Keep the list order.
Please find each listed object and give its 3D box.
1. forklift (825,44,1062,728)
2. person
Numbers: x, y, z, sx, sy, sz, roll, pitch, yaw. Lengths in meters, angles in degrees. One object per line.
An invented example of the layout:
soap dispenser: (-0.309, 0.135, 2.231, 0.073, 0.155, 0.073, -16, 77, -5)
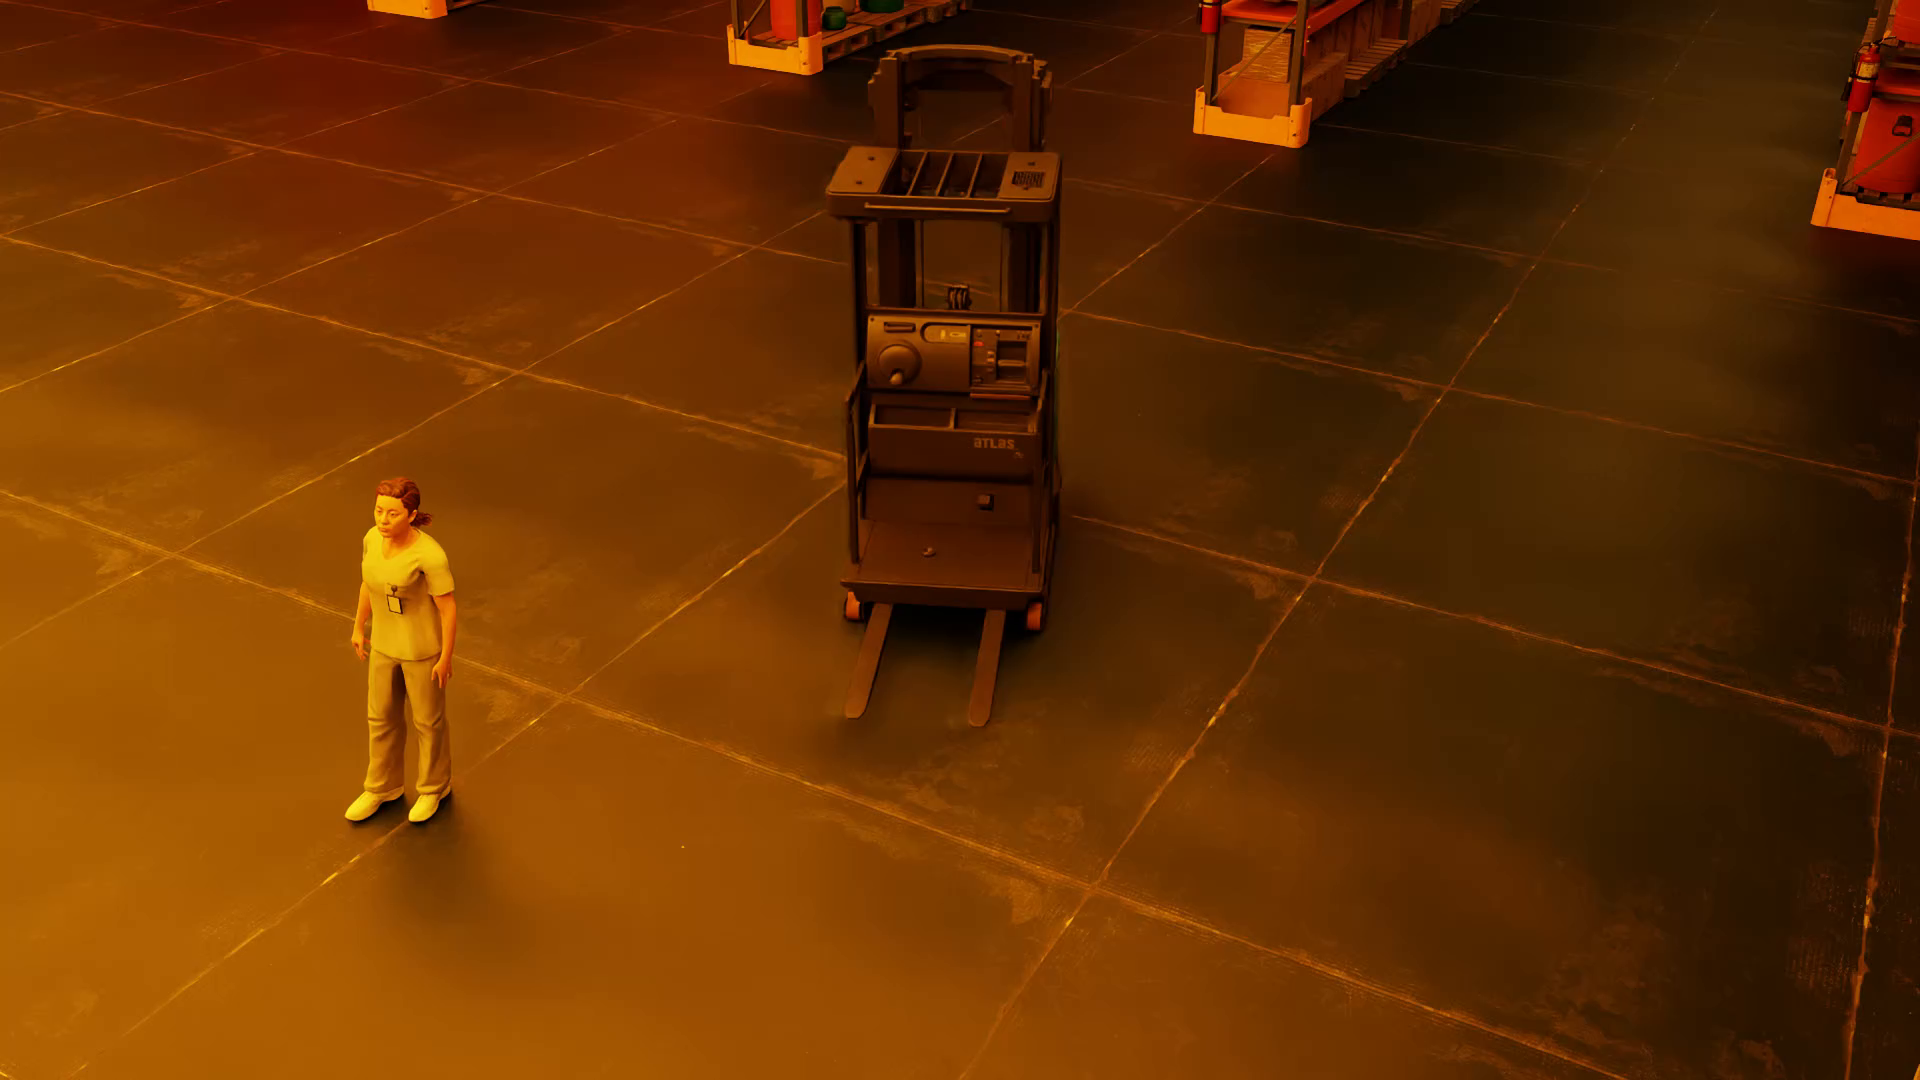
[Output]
forklift: (-0.055, -0.948, 8.714, 1.130, 2.935, 3.031, 3, 30, 5)
person: (-2.509, 0.514, 7.423, 0.548, 1.674, 0.549, 12, 32, 21)
